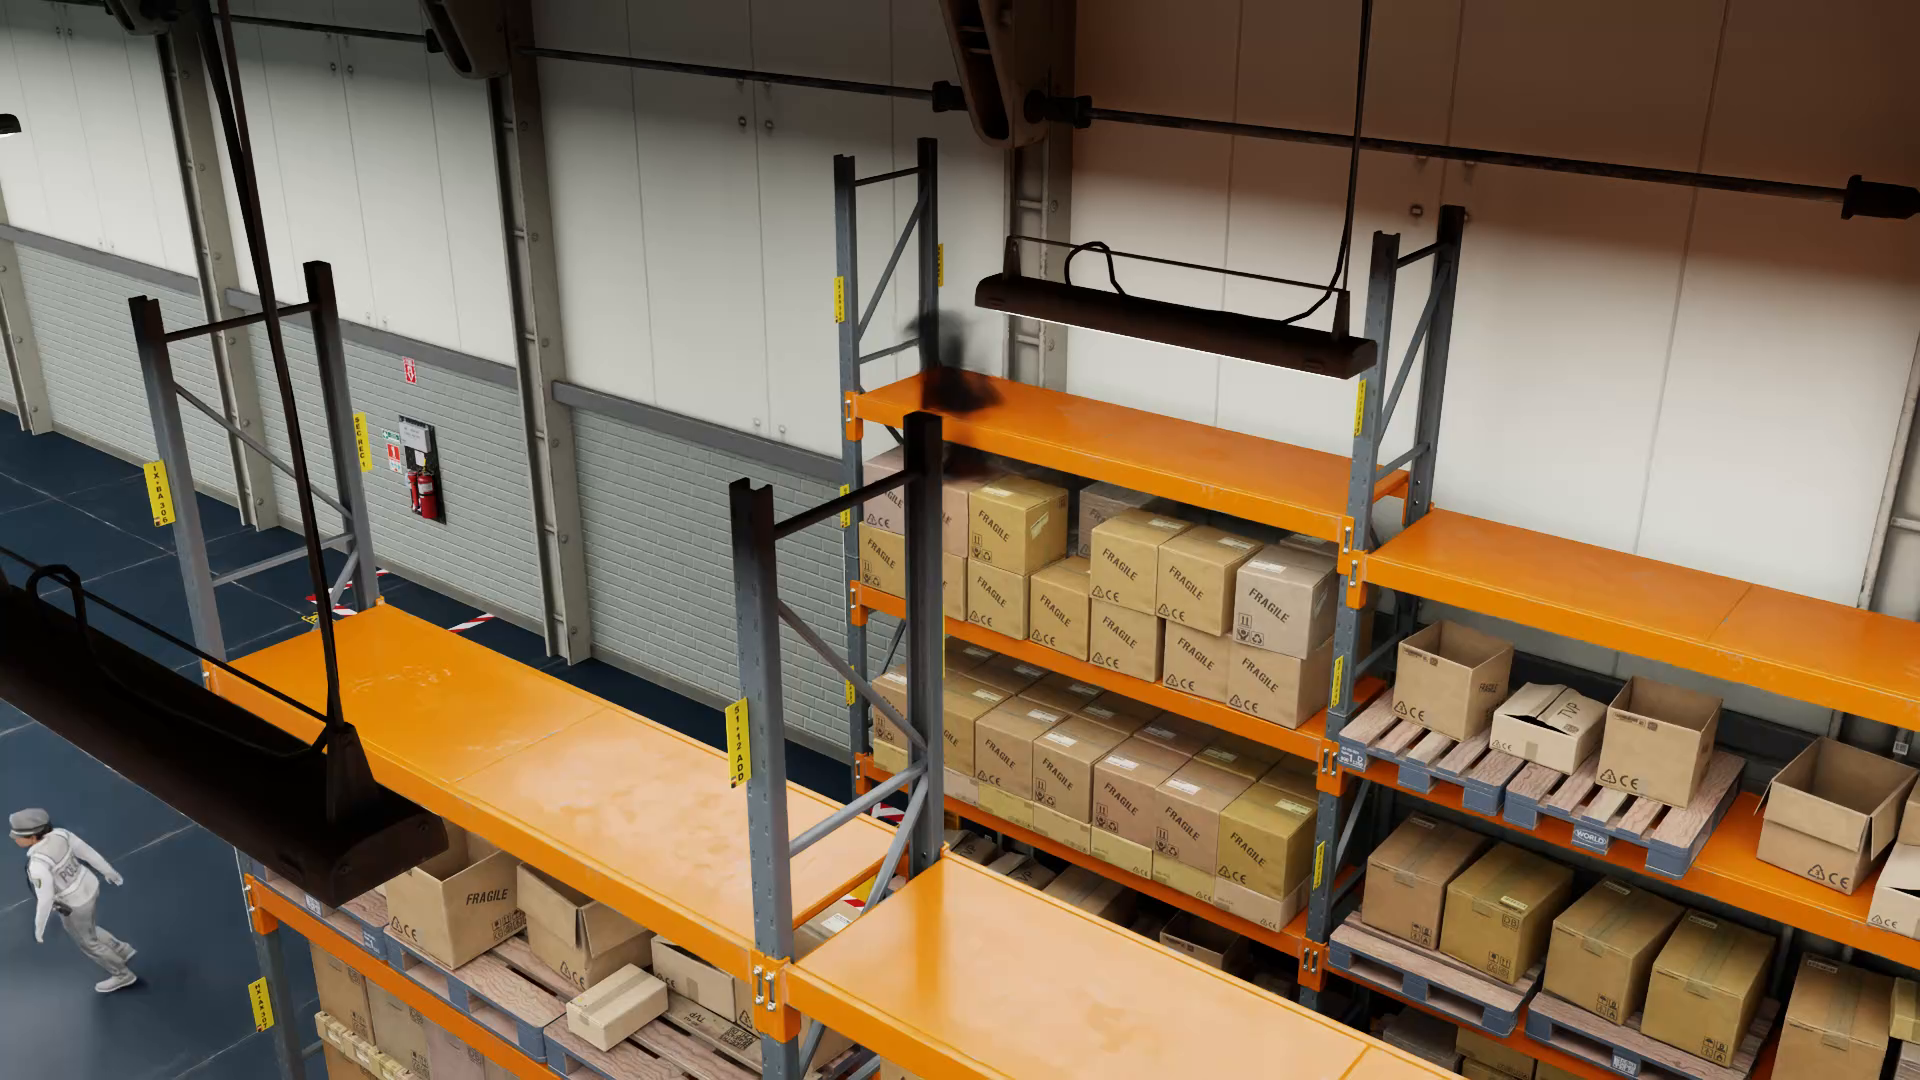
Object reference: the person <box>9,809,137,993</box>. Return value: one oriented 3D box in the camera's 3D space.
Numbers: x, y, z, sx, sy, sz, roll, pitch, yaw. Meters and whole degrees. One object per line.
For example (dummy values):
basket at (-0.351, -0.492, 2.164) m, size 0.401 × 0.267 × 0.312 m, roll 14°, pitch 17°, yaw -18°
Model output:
person at (-6.489, 2.661, 12.203) m, size 0.554 × 1.620 × 0.622 m, roll -3°, pitch 23°, yaw -8°
